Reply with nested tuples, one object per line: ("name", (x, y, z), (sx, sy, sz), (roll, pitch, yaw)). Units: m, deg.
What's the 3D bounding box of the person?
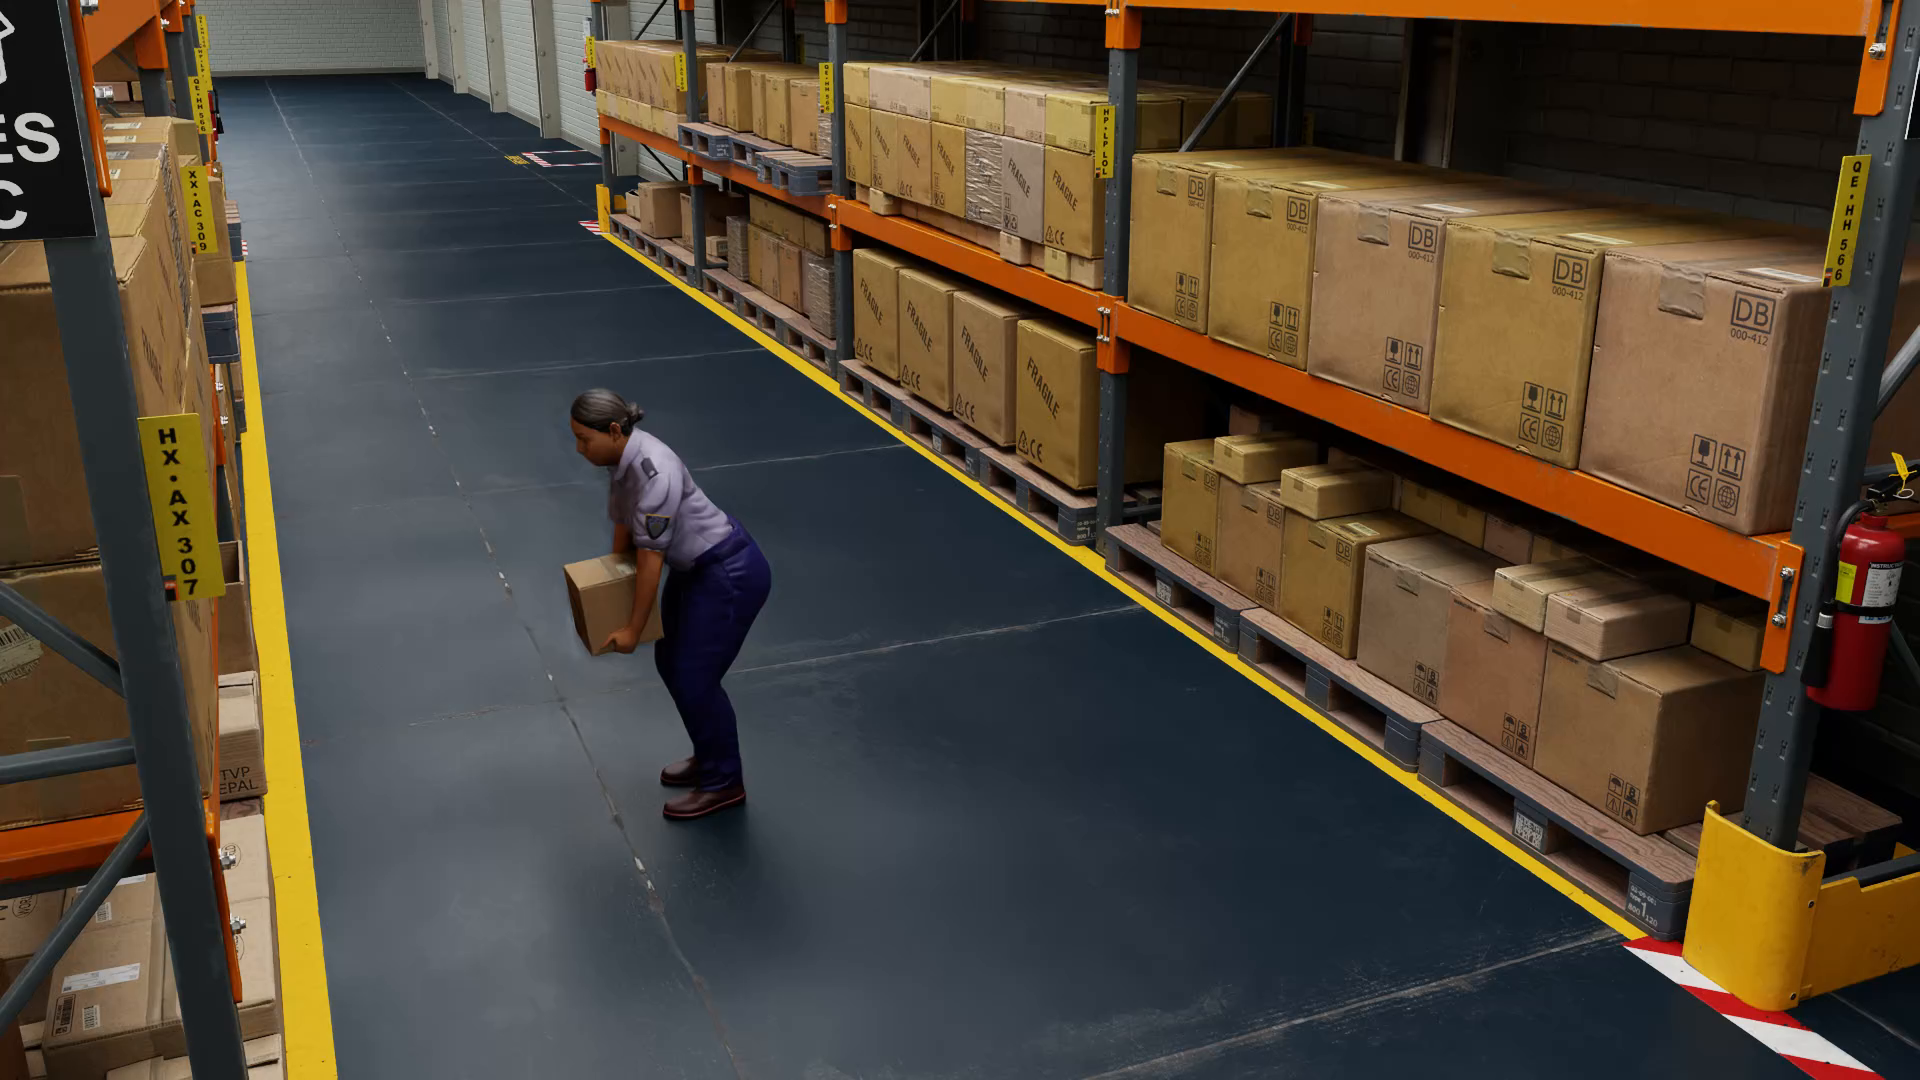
("person", (-0.976, 0.199, 5.712), (0.633, 1.525, 0.446), (-8, 21, -23))
